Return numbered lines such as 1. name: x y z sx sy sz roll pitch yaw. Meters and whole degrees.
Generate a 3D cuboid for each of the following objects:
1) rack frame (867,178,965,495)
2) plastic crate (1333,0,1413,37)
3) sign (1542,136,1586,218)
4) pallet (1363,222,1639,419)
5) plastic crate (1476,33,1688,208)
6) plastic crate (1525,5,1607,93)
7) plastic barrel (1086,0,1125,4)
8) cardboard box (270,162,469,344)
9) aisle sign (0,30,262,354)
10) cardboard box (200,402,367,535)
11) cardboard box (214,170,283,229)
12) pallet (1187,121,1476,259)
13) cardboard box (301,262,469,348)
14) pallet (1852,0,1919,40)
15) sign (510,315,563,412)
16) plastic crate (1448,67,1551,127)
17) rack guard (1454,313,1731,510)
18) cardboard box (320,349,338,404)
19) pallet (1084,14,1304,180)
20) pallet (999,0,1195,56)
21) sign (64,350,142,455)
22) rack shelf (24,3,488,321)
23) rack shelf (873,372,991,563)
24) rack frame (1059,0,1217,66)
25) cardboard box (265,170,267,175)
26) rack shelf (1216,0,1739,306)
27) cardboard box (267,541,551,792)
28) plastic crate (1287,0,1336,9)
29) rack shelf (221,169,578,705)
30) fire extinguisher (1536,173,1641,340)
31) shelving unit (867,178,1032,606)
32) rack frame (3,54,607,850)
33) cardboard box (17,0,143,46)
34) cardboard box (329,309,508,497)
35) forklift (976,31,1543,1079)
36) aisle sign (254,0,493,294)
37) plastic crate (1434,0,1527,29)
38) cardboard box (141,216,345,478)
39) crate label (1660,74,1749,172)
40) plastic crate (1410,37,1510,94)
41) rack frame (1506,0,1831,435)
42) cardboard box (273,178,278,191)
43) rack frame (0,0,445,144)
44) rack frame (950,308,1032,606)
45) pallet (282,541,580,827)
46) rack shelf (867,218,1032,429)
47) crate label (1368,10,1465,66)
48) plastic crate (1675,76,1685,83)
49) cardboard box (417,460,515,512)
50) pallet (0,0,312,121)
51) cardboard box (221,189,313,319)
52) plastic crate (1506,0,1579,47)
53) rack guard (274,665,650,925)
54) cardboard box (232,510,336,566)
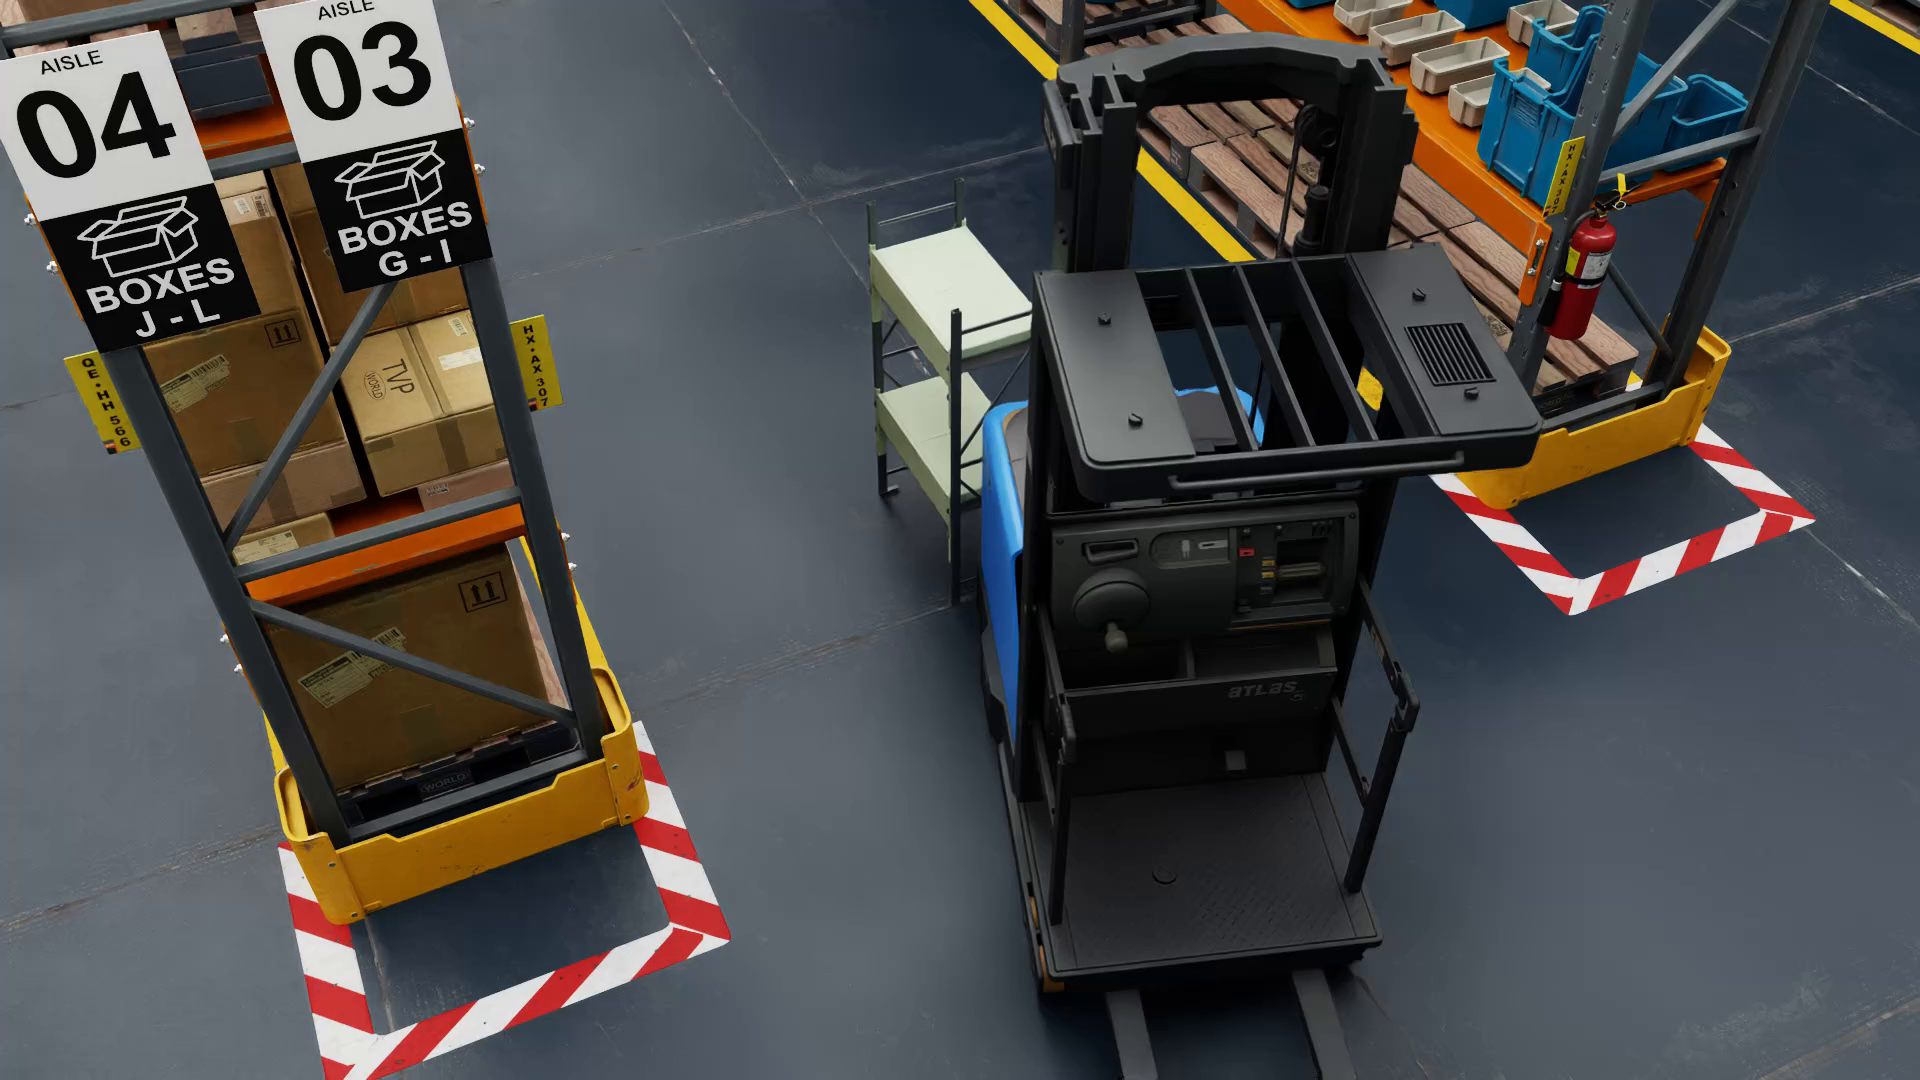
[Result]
1. rack frame: -0.170 -0.795 6.845 0.400 1.500 0.023 -19 48 -18
2. plastic crate: 1.863 -2.412 7.573 0.298 0.136 0.250 -18 47 -17
3. sign: 2.267 -1.361 6.247 0.100 0.325 0.005 -18 47 -17
4. pallet: 2.448 -1.021 8.003 1.003 0.211 1.213 -18 47 -17
5. plastic crate: 2.449 -1.668 6.606 0.616 0.435 0.499 -18 47 -17
6. plastic crate: 2.678 -2.112 7.200 0.416 0.233 0.300 -18 47 -17
7. plastic barrel: 0.864 -3.779 10.009 0.600 0.901 0.708 -18 47 -17
8. cardboard box: -1.901 -1.037 5.395 0.500 0.500 0.500 -19 48 -18
9. aisle sign: -1.976 -0.804 3.947 0.394 0.787 0.004 -18 47 -17
10. cardboard box: -2.179 -0.296 5.179 0.500 0.250 0.500 -19 48 -18
11. cardboard box: -2.829 -1.275 6.170 0.500 0.250 0.500 -18 47 -17
12. pallet: 1.939 -1.797 8.790 1.003 0.211 1.213 -18 47 -17
13. cardboard box: -1.916 -0.781 5.670 0.500 0.250 0.500 -19 48 -18
14. pallet: 6.378 -3.276 10.289 1.003 0.211 1.213 -18 47 -17
15. sign: -1.228 -0.510 4.827 0.100 0.325 0.005 -18 47 -17
16. plastic crate: 2.252 -1.870 7.023 0.396 0.136 0.243 -18 47 -17
17. rack guard: 2.781 -0.575 7.346 1.175 0.500 0.348 -18 47 -17
18. cardboard box: -2.392 -0.620 5.506 0.500 0.250 0.500 -19 48 -18
19. pallet: 1.422 -2.575 9.579 1.003 0.211 1.213 -18 47 -17
20. pallet: 0.791 -3.537 10.553 1.003 0.211 1.213 -18 47 -17
21. sign: -2.233 -0.359 4.354 0.100 0.325 0.005 -18 47 -17
22. rack shelf: -2.575 -2.100 5.488 1.077 0.370 4.000 -18 47 -17
23. rack shelf: -0.013 -0.331 6.844 0.431 0.370 0.720 -19 48 -18
24. rack frame: 1.078 -4.025 9.063 1.000 3.000 0.127 -18 47 -17
25. cardboard box: -3.029 -1.591 6.491 0.500 0.250 0.500 -17 47 -16
26. rack shelf: 1.919 -2.495 8.024 1.077 0.370 4.000 -18 47 -17
27. cardboard box: -2.076 0.209 5.985 0.875 0.875 0.875 -18 47 -17
28. plastic crate: 1.663 -2.671 7.767 0.416 0.233 0.300 -18 47 -17
29. rack shelf: -2.575 -1.032 6.541 1.077 0.370 4.000 -18 47 -17
30. fire extinguisher: 2.411 -1.086 6.404 0.296 0.674 0.183 -18 47 -17
31. shelving unit: -0.011 -0.561 6.613 0.431 1.500 0.755 -19 48 -18
32. rack frame: -1.734 -0.013 4.997 1.000 3.000 0.127 -18 47 -17
33. cardboard box: -2.002 -1.617 4.045 0.700 0.500 0.500 -21 48 -20
34. cardboard box: -1.691 -0.452 5.336 0.500 0.250 0.500 -19 48 -18
35. forklift: 0.762 0.206 4.823 1.130 2.935 3.031 -5 45 -5
36. aisle sign: -1.432 -0.982 4.127 0.394 0.787 0.004 -18 47 -17
37. plastic crate: 2.401 -2.532 7.625 0.416 0.233 0.300 -18 47 -17
38. cardboard box: -2.178 -0.566 4.918 0.500 0.500 0.500 -17 47 -17
39. crate label: 2.954 -1.692 6.775 0.416 0.233 0.303 -18 47 -17
40. plastic crate: 2.144 -2.059 7.215 0.396 0.136 0.243 -18 47 -17
41. rack frame: 2.759 -1.476 6.479 1.000 3.000 0.127 -18 47 -17
42. cardboard box: -2.125 -1.366 5.728 0.500 0.500 0.500 -19 48 -18
43. rack frame: -1.734 -2.149 2.890 1.000 3.000 0.127 -18 47 -17
44. rack frame: 0.148 -0.326 6.381 0.400 1.500 0.023 -19 48 -18
45. pallet: -2.142 0.493 6.469 1.003 0.211 1.213 -18 47 -17
46. rack shelf: -0.009 -0.836 6.336 0.431 0.370 0.720 -19 48 -18
47. crate label: 2.004 -2.229 7.387 0.396 0.136 0.243 -18 47 -17
48. plastic crate: 2.895 -1.887 7.041 0.250 0.136 0.298 -18 47 -17
49. cardboard box: -1.584 -0.248 5.413 0.380 0.149 0.250 -18 47 -17
50. pallet: -2.056 -1.519 4.450 1.003 0.211 1.213 -18 47 -17
51. cardboard box: -2.606 -0.944 5.835 0.500 0.250 0.500 -20 48 -19
52. plastic crate: 2.609 -2.319 7.479 0.250 0.136 0.298 -18 47 -17
53. rack guard: -1.724 0.892 5.859 1.175 0.500 0.348 -18 47 -17
54. cardboard box: -2.183 -0.054 5.216 0.380 0.149 0.250 -17 47 -17
